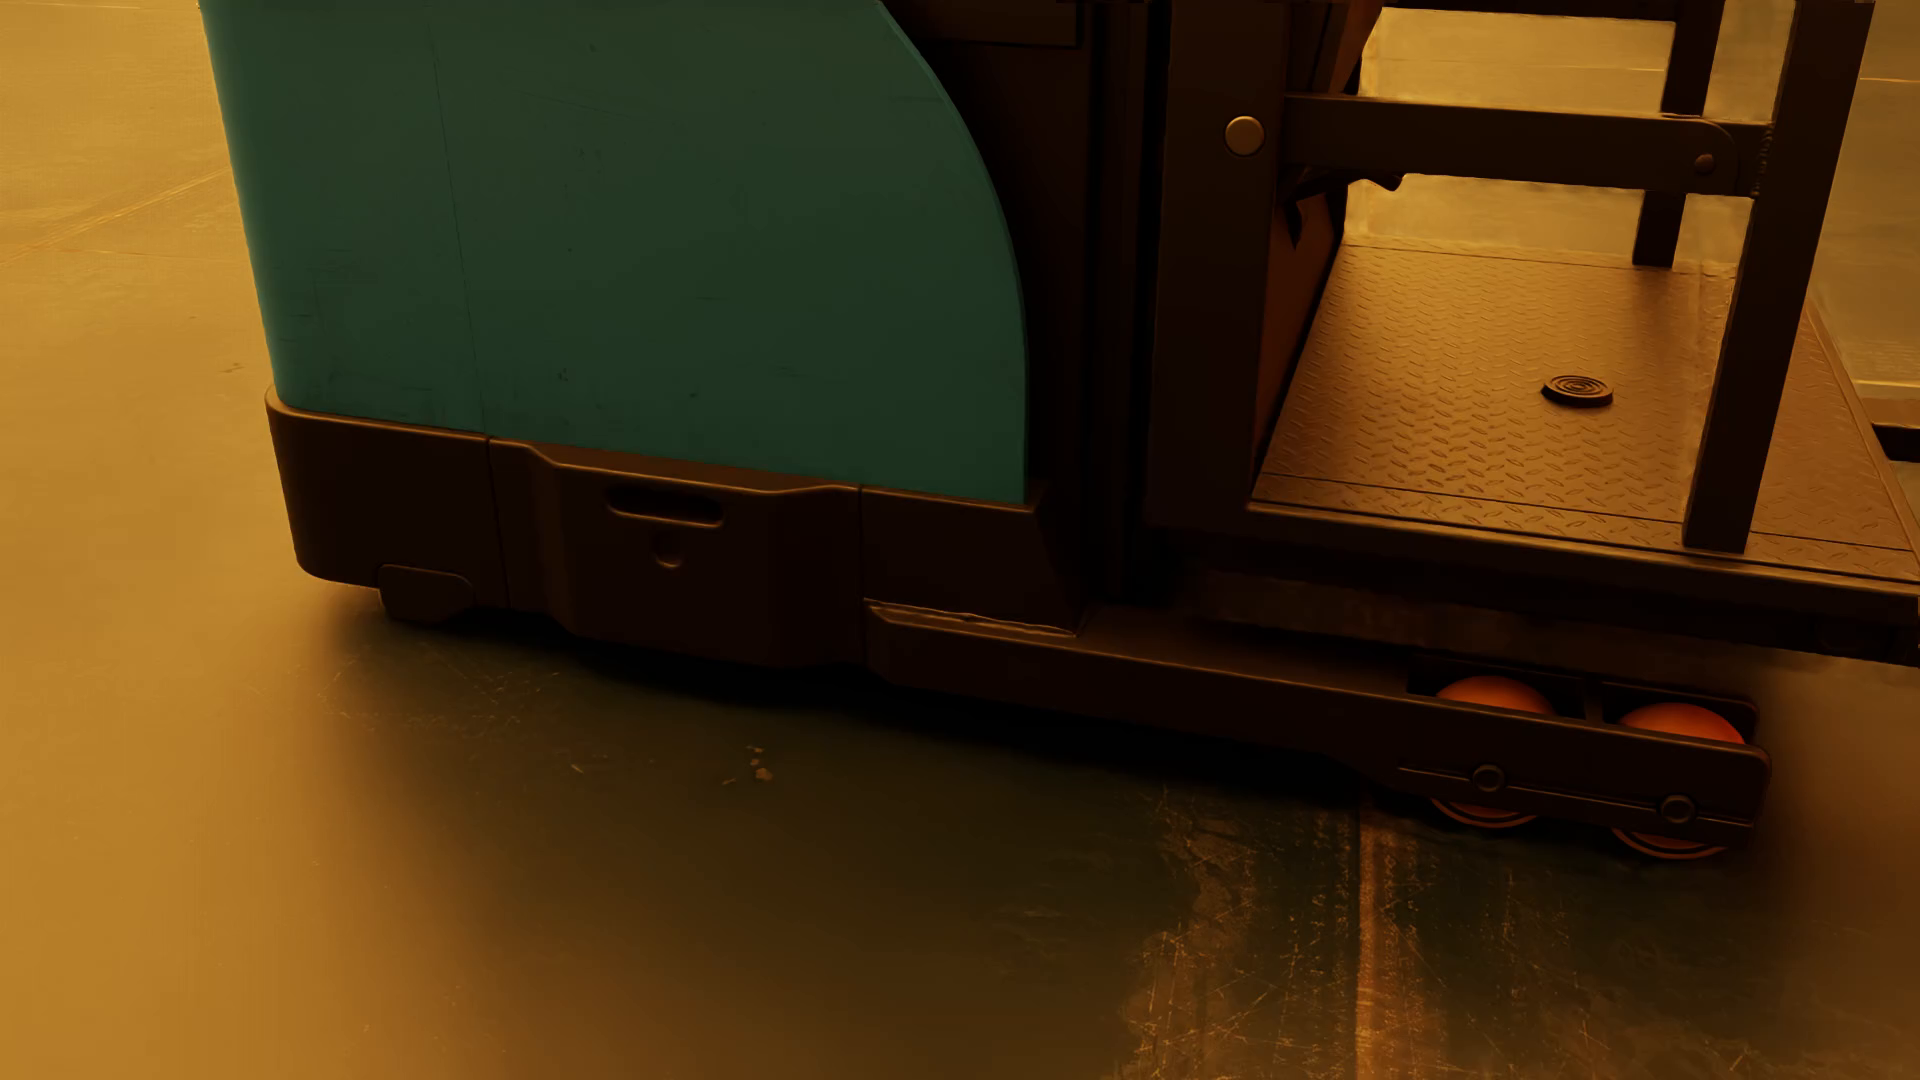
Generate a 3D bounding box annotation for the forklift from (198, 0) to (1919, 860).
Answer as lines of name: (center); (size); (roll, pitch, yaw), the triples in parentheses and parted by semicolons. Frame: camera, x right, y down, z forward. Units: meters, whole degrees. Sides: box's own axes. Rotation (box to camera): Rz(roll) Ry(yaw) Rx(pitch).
forklift: (0.655, -1.229, 1.683); (3.031, 2.935, 1.130); (8, 28, 15)
